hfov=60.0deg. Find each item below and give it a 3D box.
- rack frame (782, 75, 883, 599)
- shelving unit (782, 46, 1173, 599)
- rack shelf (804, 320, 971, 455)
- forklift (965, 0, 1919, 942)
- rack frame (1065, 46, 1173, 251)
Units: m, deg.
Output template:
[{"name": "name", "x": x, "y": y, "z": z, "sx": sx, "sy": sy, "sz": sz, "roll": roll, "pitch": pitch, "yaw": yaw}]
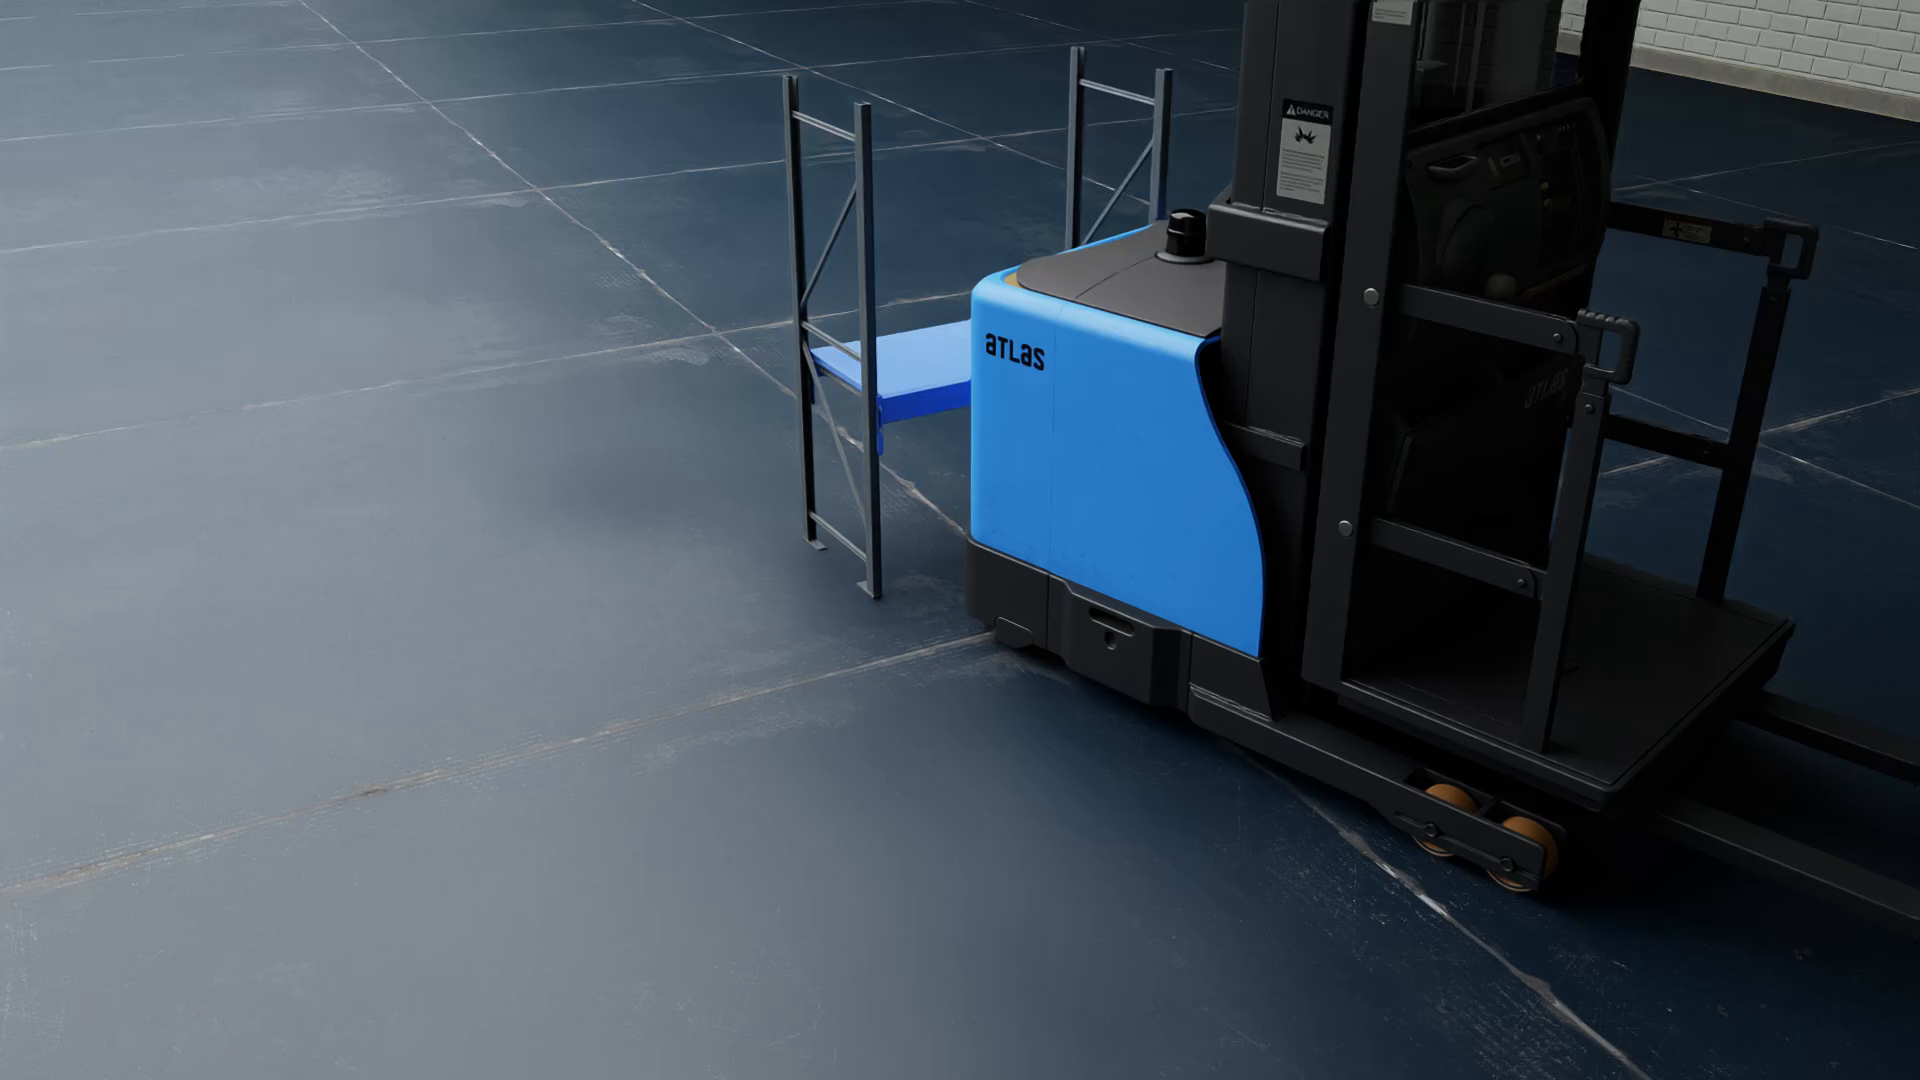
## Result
[{"name": "rack frame", "x": -0.380, "y": -0.590, "z": 4.998, "sx": 0.032, "sy": 1.500, "sz": 0.500, "roll": -14, "pitch": 29, "yaw": -27}, {"name": "shelving unit", "x": 0.057, "y": -0.702, "z": 5.232, "sx": 1.048, "sy": 1.500, "sz": 0.538, "roll": -14, "pitch": 29, "yaw": -27}, {"name": "rack shelf", "x": 0.057, "y": -0.540, "z": 5.310, "sx": 1.000, "sy": 0.185, "sz": 0.538, "roll": -14, "pitch": 29, "yaw": -27}, {"name": "forklift", "x": 1.428, "y": -0.769, "z": 3.718, "sx": 3.031, "sy": 2.935, "sz": 1.130, "roll": 22, "pitch": 34, "yaw": 39}, {"name": "rack frame", "x": 0.494, "y": -0.815, "z": 5.466, "sx": 0.032, "sy": 1.500, "sz": 0.500, "roll": -14, "pitch": 29, "yaw": -27}]
